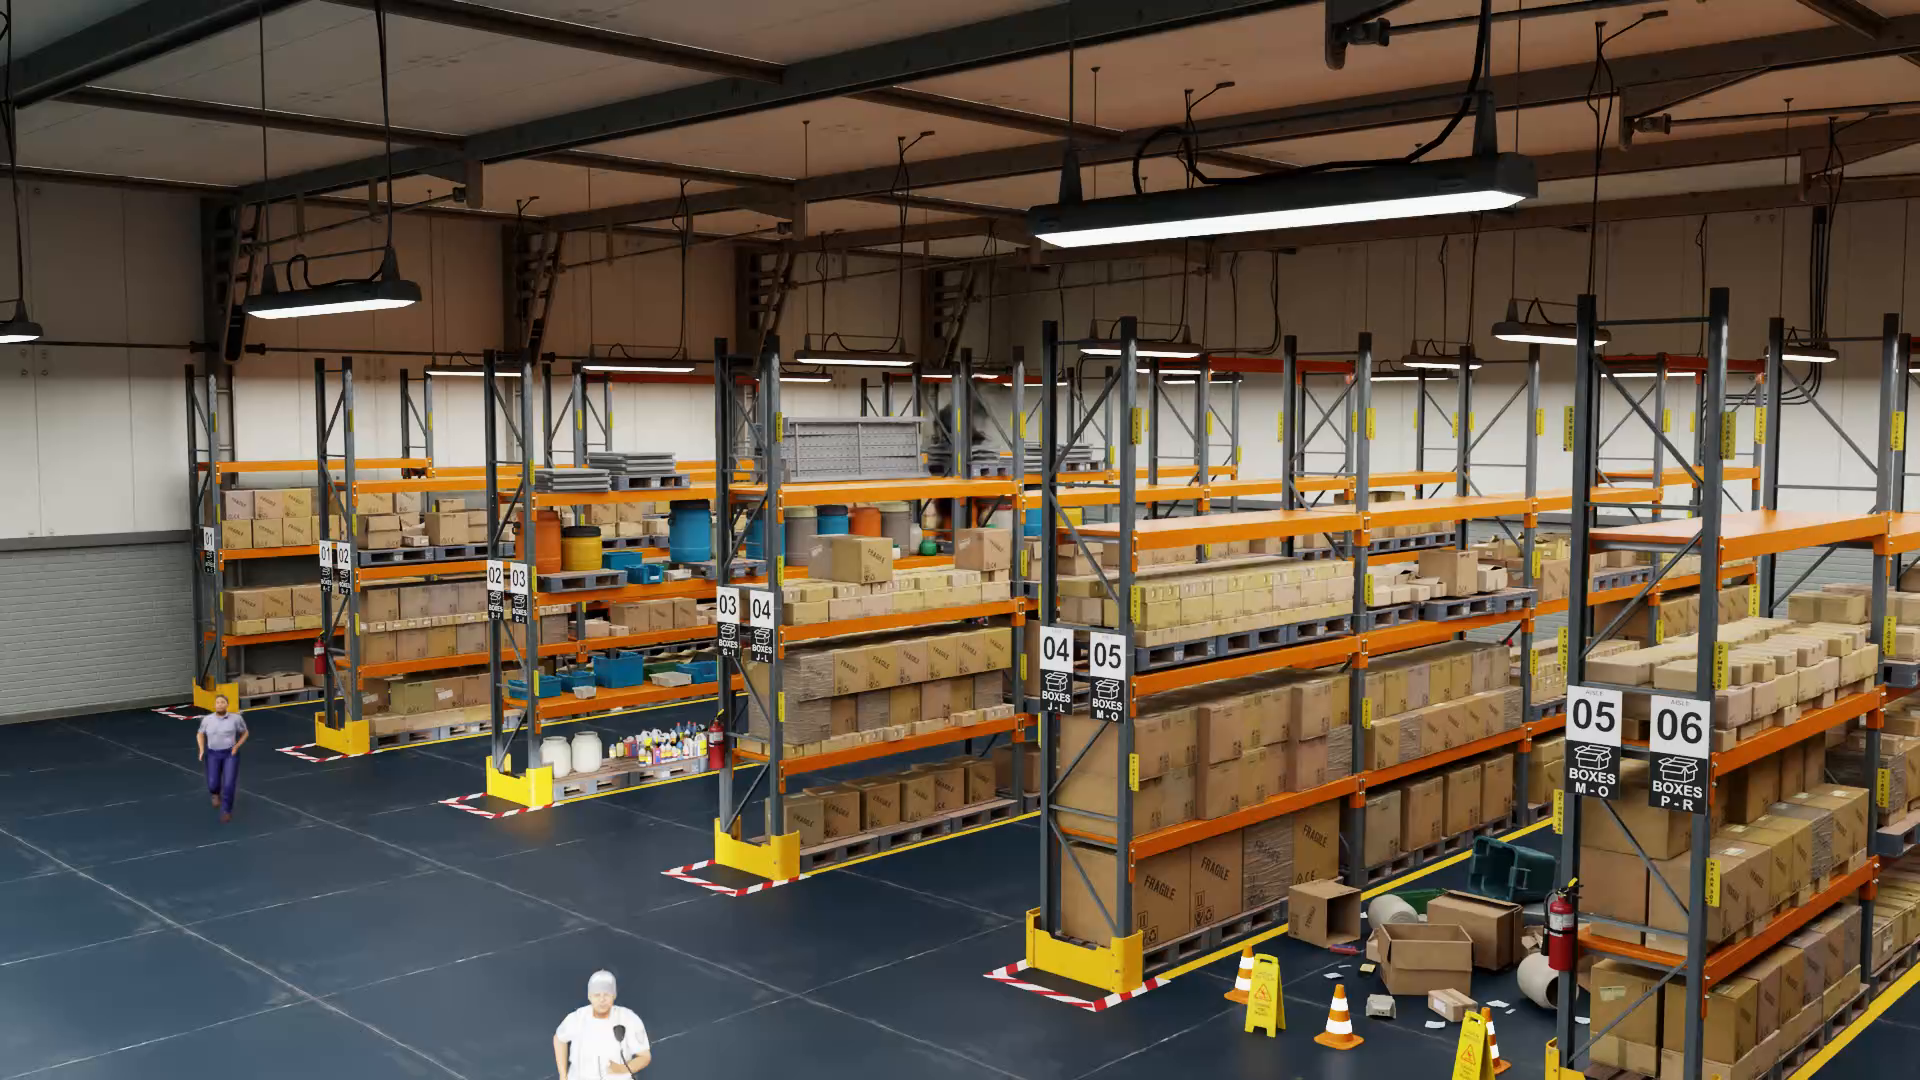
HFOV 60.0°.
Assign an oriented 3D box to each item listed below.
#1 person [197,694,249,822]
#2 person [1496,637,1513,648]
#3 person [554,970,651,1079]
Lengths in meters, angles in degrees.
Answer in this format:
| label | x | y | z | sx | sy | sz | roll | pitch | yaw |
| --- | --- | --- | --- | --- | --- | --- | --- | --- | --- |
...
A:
| label | x | y | z | sx | sy | sz | roll | pitch | yaw |
| --- | --- | --- | --- | --- | --- | --- | --- | --- | --- |
| person | -9.370 | 2.761 | 21.153 | 0.617 | 1.605 | 0.552 | -1 | 5 | -19 |
| person | 8.224 | 2.373 | 24.999 | 0.783 | 1.852 | 0.616 | -4 | 6 | -44 |
| person | -2.230 | 3.526 | 10.398 | 0.591 | 1.695 | 0.861 | -1 | 5 | -14 |
